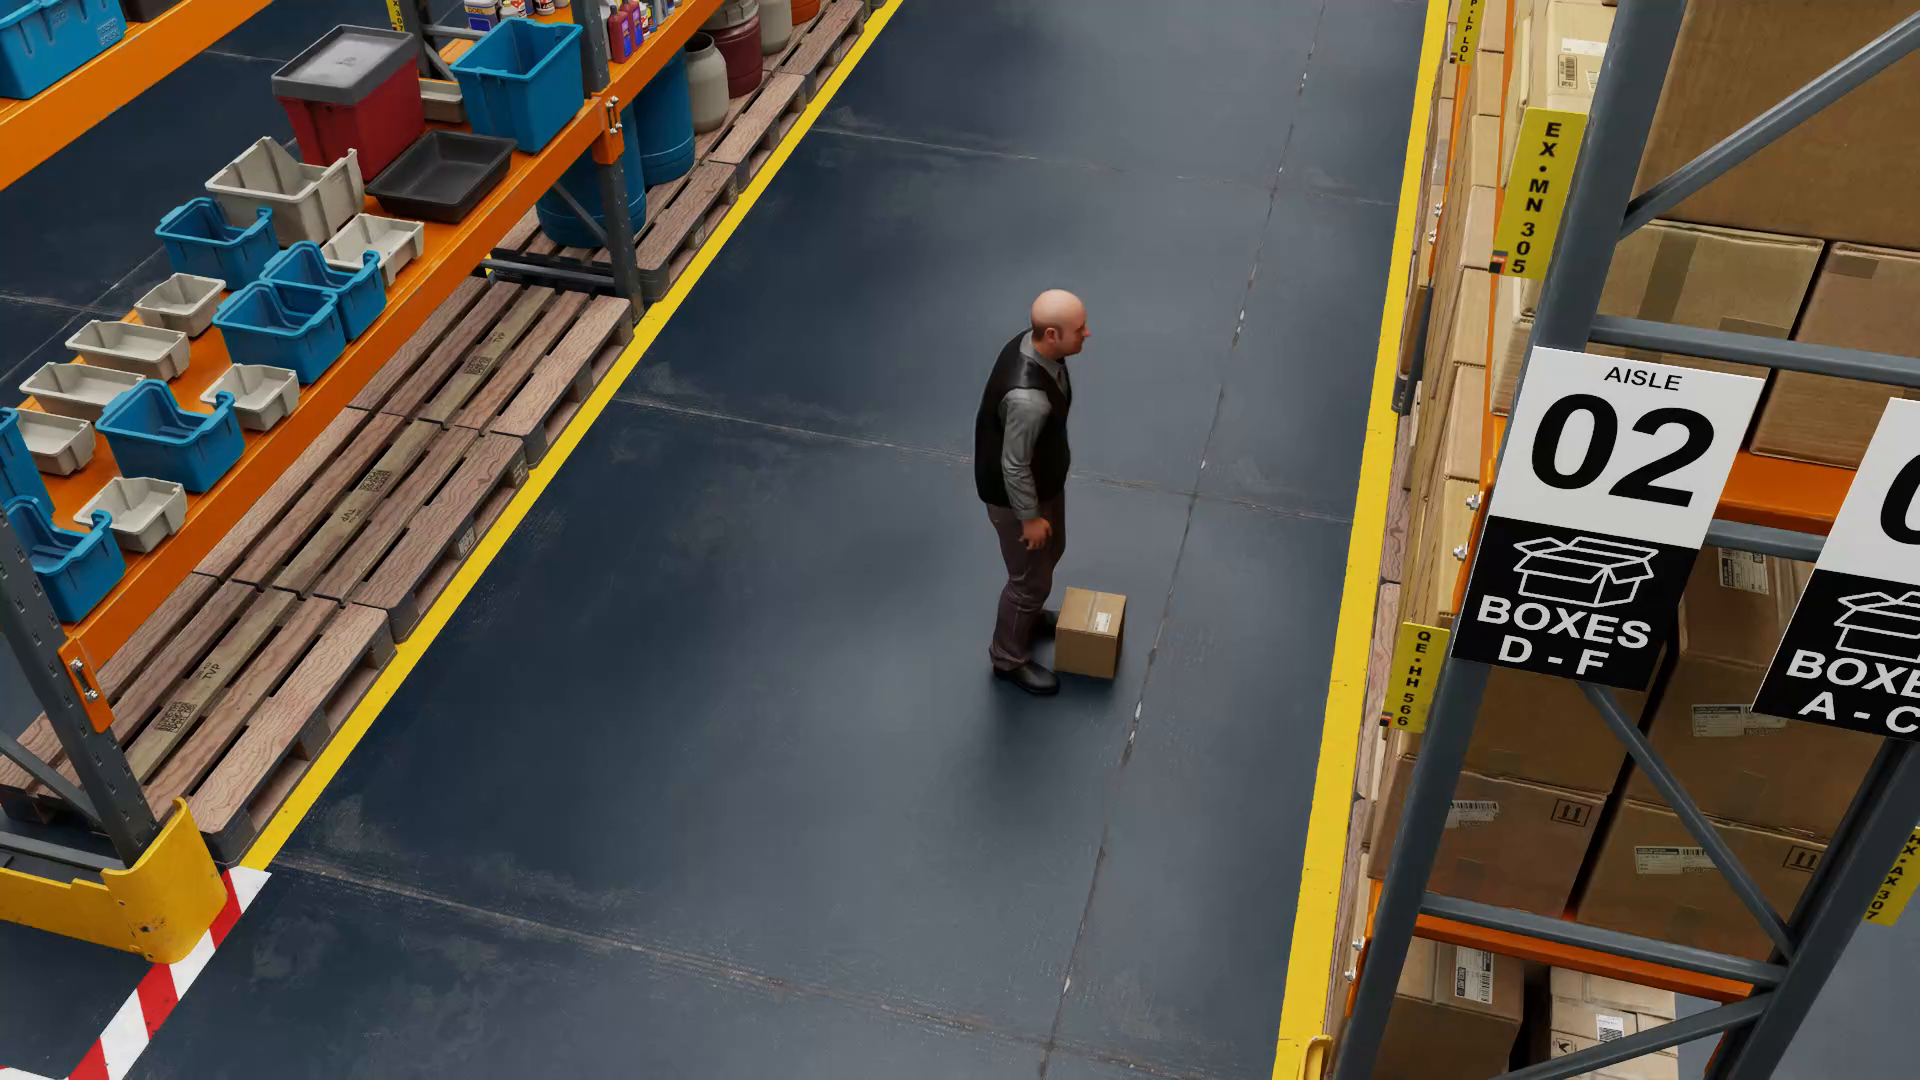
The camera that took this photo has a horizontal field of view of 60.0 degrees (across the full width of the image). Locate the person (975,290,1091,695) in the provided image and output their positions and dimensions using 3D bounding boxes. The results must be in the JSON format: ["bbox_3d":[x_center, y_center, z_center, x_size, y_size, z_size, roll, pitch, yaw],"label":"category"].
[{"bbox_3d":[0.265,-0.219,6.430,0.409,1.722,0.589,9,41,10],"label":"person"}]
